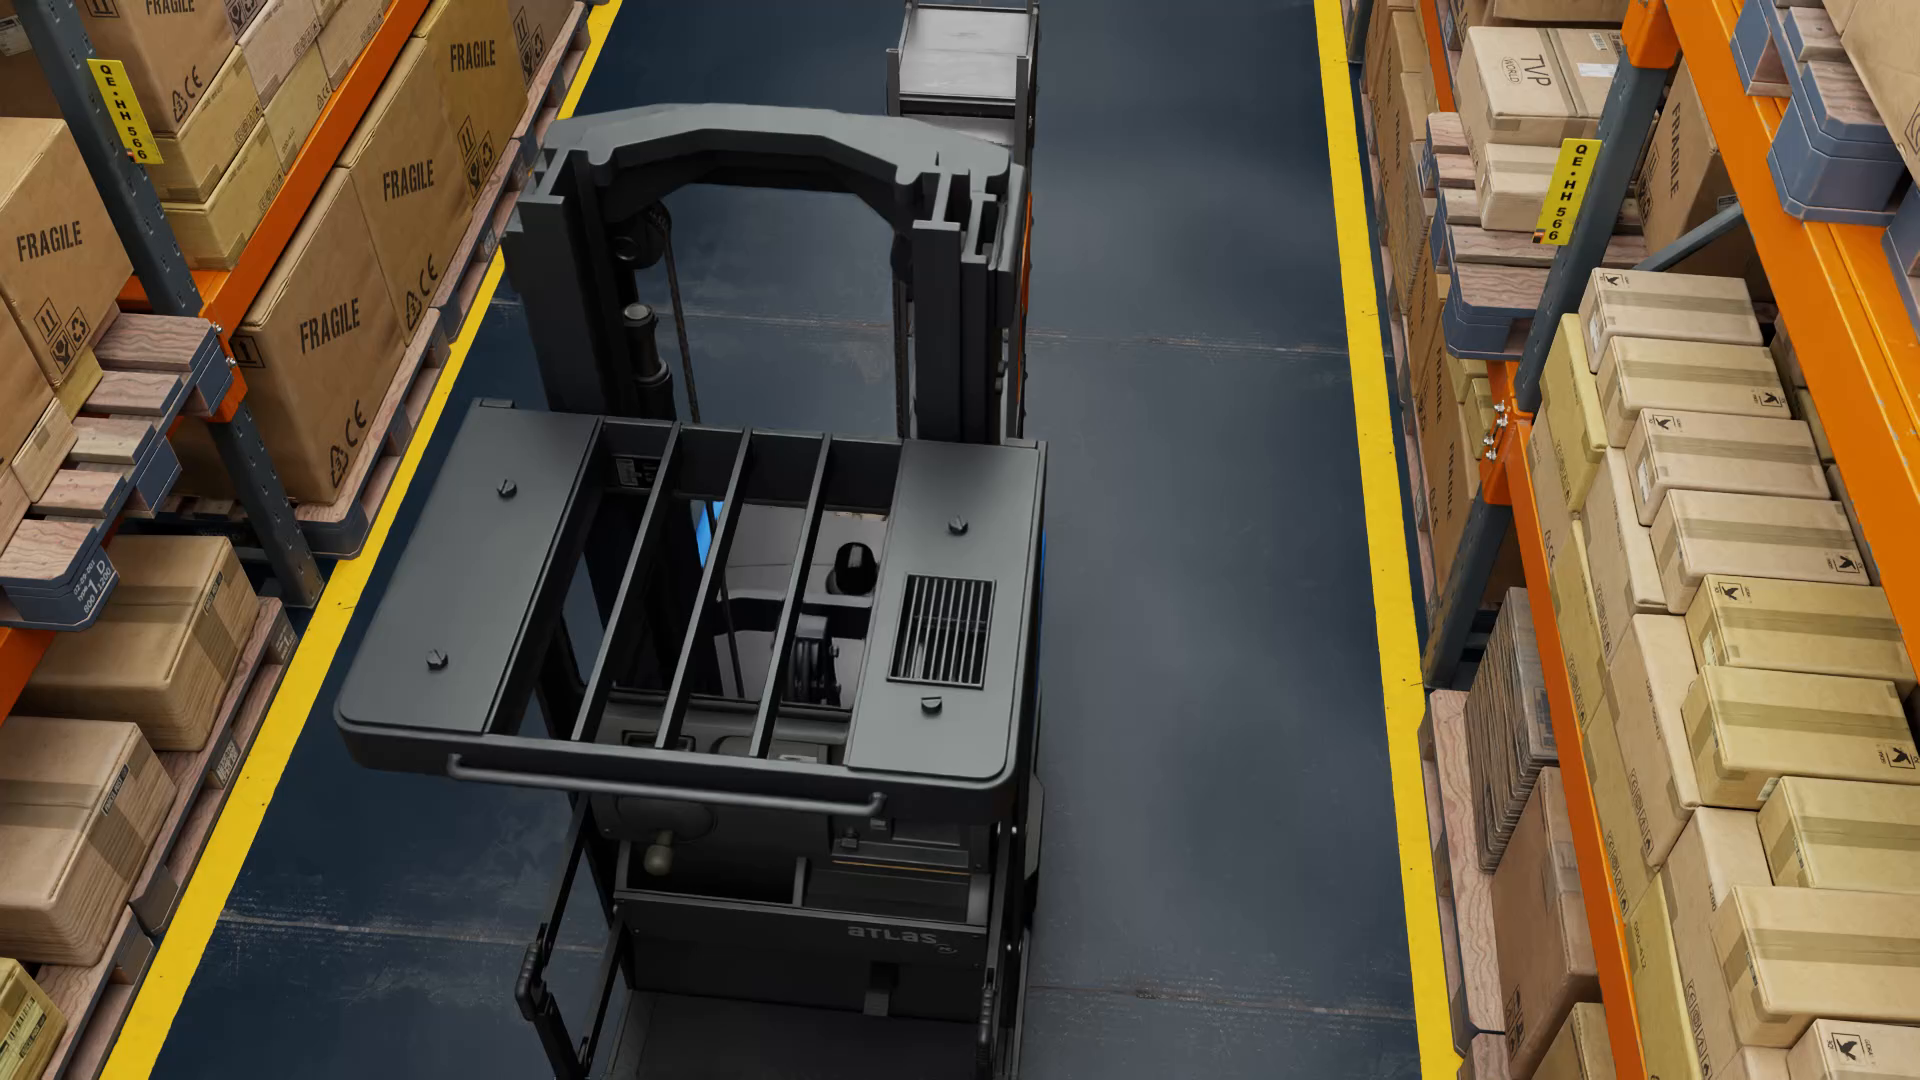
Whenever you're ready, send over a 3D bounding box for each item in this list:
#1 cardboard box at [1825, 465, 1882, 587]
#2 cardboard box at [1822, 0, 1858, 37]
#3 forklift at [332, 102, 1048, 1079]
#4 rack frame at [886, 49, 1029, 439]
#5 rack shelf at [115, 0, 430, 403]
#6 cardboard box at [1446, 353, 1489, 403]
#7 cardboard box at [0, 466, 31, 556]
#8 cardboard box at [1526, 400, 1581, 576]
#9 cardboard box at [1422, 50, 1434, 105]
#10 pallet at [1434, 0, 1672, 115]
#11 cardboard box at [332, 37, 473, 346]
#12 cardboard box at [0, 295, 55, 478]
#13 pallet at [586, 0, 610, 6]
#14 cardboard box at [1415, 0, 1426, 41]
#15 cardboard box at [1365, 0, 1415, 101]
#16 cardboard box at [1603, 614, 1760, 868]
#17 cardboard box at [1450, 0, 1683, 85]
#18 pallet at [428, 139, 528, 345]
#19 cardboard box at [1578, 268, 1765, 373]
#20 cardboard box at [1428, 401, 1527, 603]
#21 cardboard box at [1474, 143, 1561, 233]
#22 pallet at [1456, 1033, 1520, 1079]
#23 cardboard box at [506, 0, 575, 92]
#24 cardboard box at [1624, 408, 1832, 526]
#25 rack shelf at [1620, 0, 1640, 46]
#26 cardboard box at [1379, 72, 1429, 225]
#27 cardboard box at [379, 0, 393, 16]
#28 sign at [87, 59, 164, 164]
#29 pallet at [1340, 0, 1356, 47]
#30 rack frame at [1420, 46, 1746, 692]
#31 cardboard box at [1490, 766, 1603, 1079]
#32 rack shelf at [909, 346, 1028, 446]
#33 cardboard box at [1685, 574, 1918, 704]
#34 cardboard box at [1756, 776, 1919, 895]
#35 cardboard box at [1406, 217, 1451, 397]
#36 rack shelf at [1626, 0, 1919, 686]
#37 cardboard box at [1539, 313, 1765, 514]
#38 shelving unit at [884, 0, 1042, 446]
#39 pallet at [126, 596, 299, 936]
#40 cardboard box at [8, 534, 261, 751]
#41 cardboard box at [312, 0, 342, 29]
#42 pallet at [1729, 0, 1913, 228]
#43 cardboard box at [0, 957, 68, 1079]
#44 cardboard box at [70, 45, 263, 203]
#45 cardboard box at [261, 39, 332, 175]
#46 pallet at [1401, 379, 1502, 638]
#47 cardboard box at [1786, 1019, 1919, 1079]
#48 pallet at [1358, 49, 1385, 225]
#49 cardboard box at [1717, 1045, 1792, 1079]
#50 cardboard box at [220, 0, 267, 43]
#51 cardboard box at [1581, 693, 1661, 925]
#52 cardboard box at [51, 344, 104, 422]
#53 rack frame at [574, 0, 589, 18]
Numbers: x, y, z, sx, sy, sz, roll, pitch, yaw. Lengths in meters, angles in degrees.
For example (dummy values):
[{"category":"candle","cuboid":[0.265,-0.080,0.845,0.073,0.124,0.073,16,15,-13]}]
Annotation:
[{"category":"cardboard box","cuboid":[2.305,0.102,3.887,0.500,0.250,0.500,4,48,4]},{"category":"cardboard box","cuboid":[1.805,-1.210,2.871,0.500,0.500,0.500,4,48,4]},{"category":"forklift","cuboid":[-0.410,0.692,3.631,1.130,2.935,3.031,5,48,4]},{"category":"rack frame","cuboid":[-0.007,-0.651,5.422,0.400,2.100,0.015,4,48,4]},{"category":"rack shelf","cuboid":[-2.647,-2.062,6.591,1.077,0.370,4.000,4,48,4]},{"category":"cardboard box","cuboid":[1.901,-0.604,5.740,0.380,0.149,0.250,2,48,2]},{"category":"cardboard box","cuboid":[-2.586,-0.061,4.159,0.380,0.149,0.250,2,48,2]},{"category":"cardboard box","cuboid":[1.830,-0.144,4.451,0.500,0.250,0.500,4,48,4]},{"category":"cardboard box","cuboid":[2.149,-1.934,6.955,0.380,0.149,0.250,4,48,3]},{"category":"pallet","cuboid":[2.287,-1.869,6.057,1.003,0.211,1.213,4,48,4]},{"category":"cardboard box","cuboid":[-2.598,-1.417,6.669,0.875,0.875,0.875,4,48,4]},{"category":"cardboard box","cuboid":[-2.630,-0.378,4.009,0.500,0.500,0.500,3,48,3]},{"category":"pallet","cuboid":[-2.318,-3.387,9.205,1.003,0.211,1.213,4,48,4]},{"category":"cardboard box","cuboid":[2.221,-2.317,7.306,0.380,0.149,0.250,2,48,2]},{"category":"cardboard box","cuboid":[2.210,-2.402,7.823,0.500,0.500,0.500,6,48,5]},{"category":"cardboard box","cuboid":[1.718,0.438,3.579,0.500,0.250,0.500,3,48,3]},{"category":"cardboard box","cuboid":[2.079,-1.893,5.594,0.797,0.503,0.637,3,48,3]},{"category":"pallet","cuboid":[-2.569,-1.363,7.353,1.003,0.211,1.213,4,48,4]},{"category":"cardboard box","cuboid":[1.792,-0.543,4.206,0.380,0.149,0.250,5,48,5]},{"category":"cardboard box","cuboid":[1.939,-0.128,5.743,0.500,0.500,0.500,5,48,5]},{"category":"cardboard box","cuboid":[1.792,-1.070,5.081,0.380,0.149,0.250,5,48,4]},{"category":"pallet","cuboid":[1.886,1.933,4.339,1.003,0.211,1.213,4,48,4]},{"category":"cardboard box","cuboid":[-2.442,-2.738,7.877,0.875,0.875,0.875,5,48,5]},{"category":"cardboard box","cuboid":[1.771,-0.156,3.852,0.380,0.149,0.250,5,48,5]},{"category":"rack shelf","cuboid":[2.296,-2.744,5.181,1.077,0.370,4.000,4,48,4]},{"category":"cardboard box","cuboid":[2.122,-1.643,7.129,0.500,0.500,0.500,3,48,2]},{"category":"cardboard box","cuboid":[-2.410,-2.254,6.380,0.500,0.250,0.500,4,48,4]},{"category":"sign","cuboid":[-2.288,-1.170,4.556,0.100,0.325,0.005,4,48,4]},{"category":"pallet","cuboid":[2.542,-3.007,8.858,1.003,0.211,1.213,4,48,4]},{"category":"rack frame","cuboid":[2.114,-0.504,4.679,1.000,3.000,0.127,4,48,4]},{"category":"cardboard box","cuboid":[1.992,1.093,4.542,0.875,0.625,0.625,5,48,5]},{"category":"rack shelf","cuboid":[0.015,-0.349,6.113,0.431,0.518,0.480,4,48,4]},{"category":"cardboard box","cuboid":[1.766,0.224,3.505,0.380,0.149,0.250,4,48,4]},{"category":"cardboard box","cuboid":[1.757,0.604,3.157,0.380,0.149,0.250,4,48,4]},{"category":"cardboard box","cuboid":[2.040,-0.880,6.431,0.500,0.500,0.500,6,48,5]},{"category":"rack shelf","cuboid":[1.932,0.196,2.493,1.077,0.370,4.000,4,48,4]},{"category":"cardboard box","cuboid":[1.806,-0.315,4.268,0.500,0.250,0.500,4,48,3]},{"category":"shelving unit","cuboid":[0.015,-0.830,5.586,0.431,2.100,0.503,4,48,4]},{"category":"pallet","cuboid":[-2.902,0.680,5.485,1.003,0.211,1.213,4,48,4]},{"category":"cardboard box","cuboid":[-2.891,0.324,5.417,0.950,0.372,0.625,1,48,1]},{"category":"cardboard box","cuboid":[-2.431,-2.054,5.859,0.500,0.250,0.500,4,48,3]},{"category":"pallet","cuboid":[2.141,-0.948,3.180,1.213,0.211,1.003,6,48,5]},{"category":"cardboard box","cuboid":[-3.025,1.424,4.411,0.950,0.372,0.625,5,48,5]},{"category":"cardboard box","cuboid":[-2.537,-1.309,5.178,0.500,0.250,0.500,4,48,3]},{"category":"cardboard box","cuboid":[-2.505,-1.506,5.696,0.500,0.250,0.500,3,48,2]},{"category":"pallet","cuboid":[2.220,-0.109,6.207,1.003,0.211,1.213,4,48,4]},{"category":"cardboard box","cuboid":[1.647,0.975,2.818,0.380,0.149,0.250,4,48,4]},{"category":"pallet","cuboid":[2.442,-1.902,7.847,1.003,0.211,1.213,4,48,4]},{"category":"cardboard box","cuboid":[1.632,1.185,2.896,0.500,0.250,0.500,5,48,4]},{"category":"cardboard box","cuboid":[-2.505,-1.918,5.226,0.500,0.500,0.500,4,48,4]},{"category":"cardboard box","cuboid":[1.740,0.604,3.766,0.500,0.250,0.500,2,48,2]},{"category":"cardboard box","cuboid":[-2.577,-0.434,4.500,0.380,0.149,0.250,5,48,4]},{"category":"rack frame","cuboid":[-2.465,-3.775,7.670,1.000,3.000,0.127,4,48,4]}]
